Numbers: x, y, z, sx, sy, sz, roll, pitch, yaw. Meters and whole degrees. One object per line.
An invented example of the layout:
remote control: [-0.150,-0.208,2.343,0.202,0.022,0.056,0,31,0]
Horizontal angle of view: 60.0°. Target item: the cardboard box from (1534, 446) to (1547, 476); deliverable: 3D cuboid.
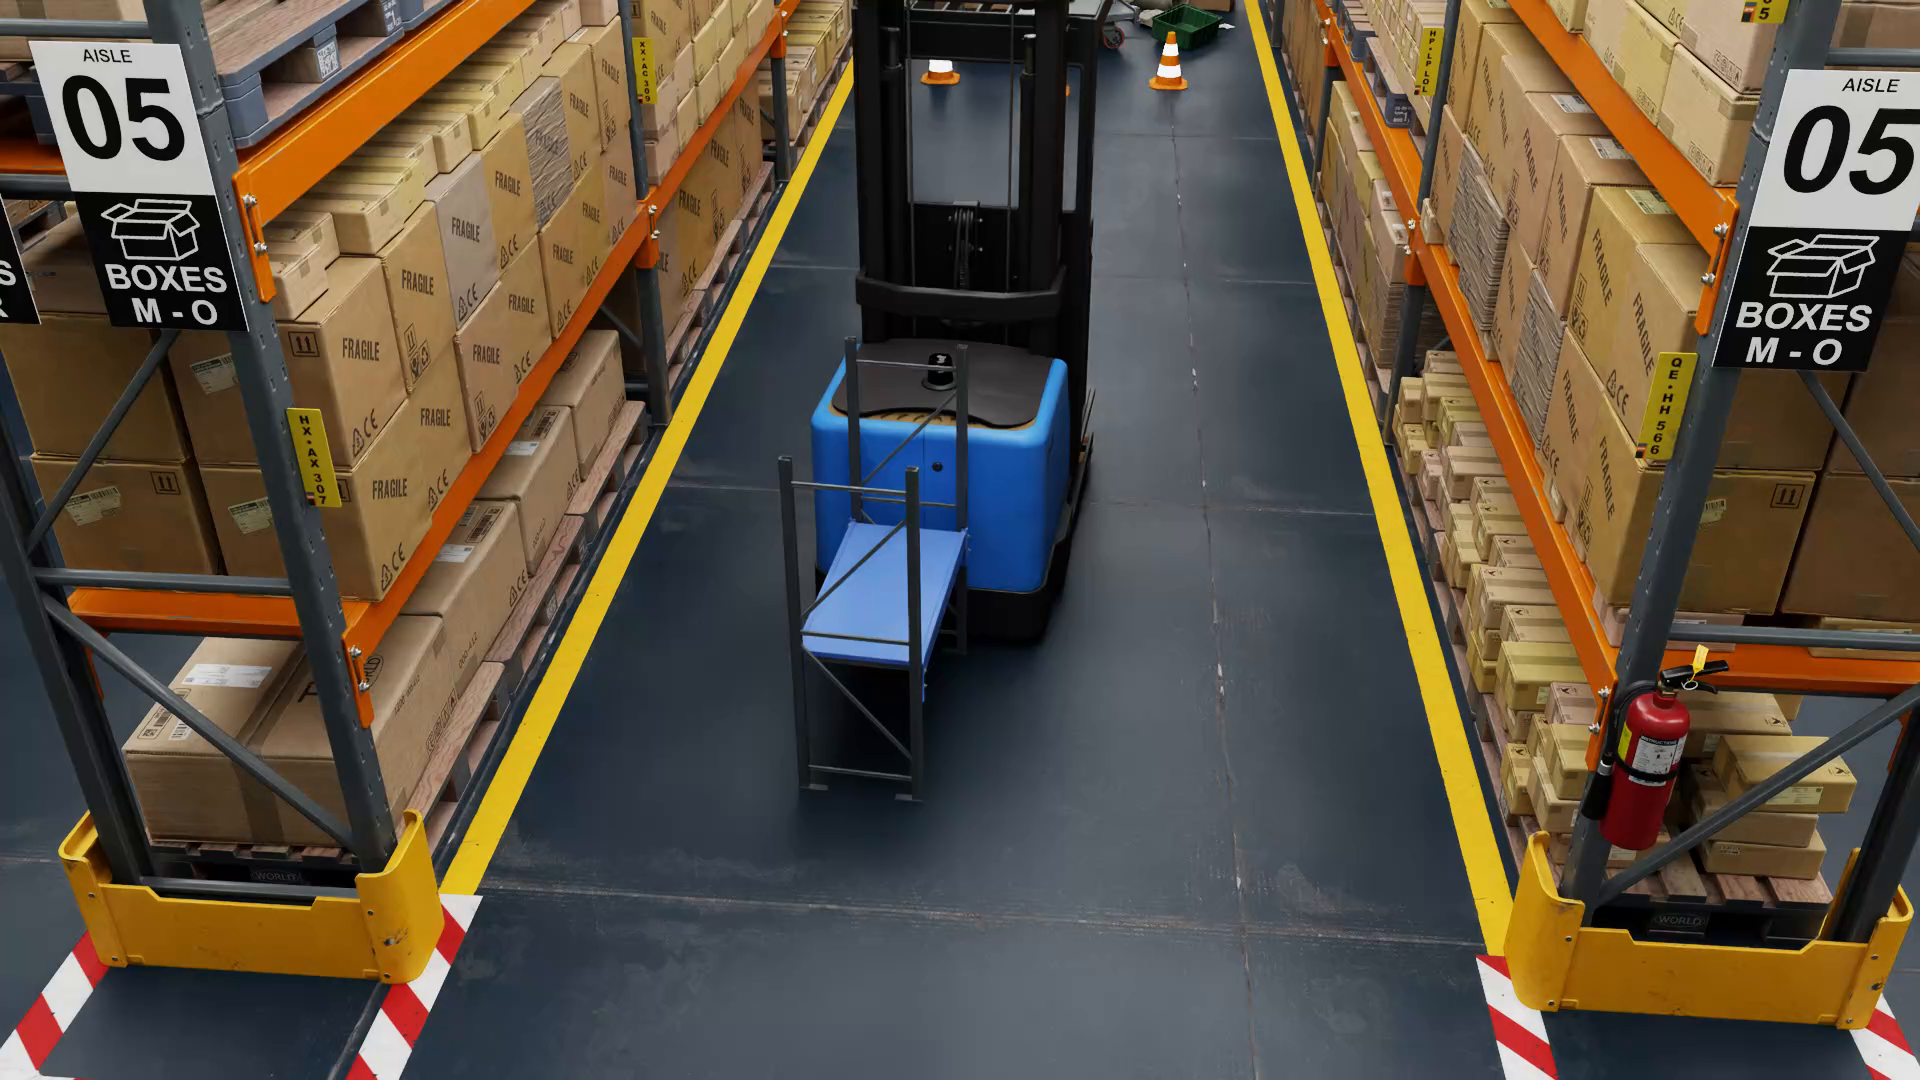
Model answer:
cardboard box: [2.351,-0.312,6.136,0.380,0.149,0.250,1,32,2]

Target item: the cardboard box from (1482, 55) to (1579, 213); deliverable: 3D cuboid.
cardboard box: [2.442,-1.632,6.707,0.500,0.500,0.500,3,32,5]

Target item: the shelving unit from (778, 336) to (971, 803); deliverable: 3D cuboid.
shelving unit: [-0.304,0.107,6.647,0.538,1.500,1.048,5,32,8]

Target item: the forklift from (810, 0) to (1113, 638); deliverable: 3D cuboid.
forklift: [0.108,-1.570,8.003,1.130,2.935,3.031,5,32,8]

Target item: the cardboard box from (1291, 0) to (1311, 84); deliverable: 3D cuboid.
cardboard box: [3.429,-4.368,14.223,1.050,0.750,0.750,2,32,4]

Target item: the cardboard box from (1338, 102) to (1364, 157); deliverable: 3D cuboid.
cardboard box: [2.808,-2.707,11.050,0.500,0.250,0.500,2,32,3]

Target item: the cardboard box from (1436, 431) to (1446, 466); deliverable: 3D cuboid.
cardboard box: [2.557,-0.447,8.150,0.380,0.149,0.250,2,32,4]

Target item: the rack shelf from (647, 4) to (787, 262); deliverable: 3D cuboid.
rack shelf: [-1.958,-2.695,10.449,1.077,0.370,4.000,2,32,4]

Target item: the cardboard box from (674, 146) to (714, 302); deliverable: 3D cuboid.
cardboard box: [-2.084,-2.030,10.309,0.875,0.875,0.875,3,32,5]

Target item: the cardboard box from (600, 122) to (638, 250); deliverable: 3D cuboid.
cardboard box: [-1.904,-1.744,8.126,0.500,0.500,0.500,3,32,4]

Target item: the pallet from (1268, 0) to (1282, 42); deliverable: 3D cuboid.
pallet: [3.612,-5.187,16.466,1.003,0.211,1.213,2,32,4]

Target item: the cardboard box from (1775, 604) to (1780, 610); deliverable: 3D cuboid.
cardboard box: [2.828,0.112,5.449,0.380,0.149,0.250,4,32,6]

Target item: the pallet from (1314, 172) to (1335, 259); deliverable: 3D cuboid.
pallet: [3.081,-2.293,11.769,1.003,0.211,1.213,2,32,4]

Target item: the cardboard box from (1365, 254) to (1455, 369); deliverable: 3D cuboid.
cardboard box: [2.630,-1.309,9.497,0.500,0.500,0.500,2,32,3]

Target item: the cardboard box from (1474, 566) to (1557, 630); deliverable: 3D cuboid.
cardboard box: [2.309,0.244,6.745,0.380,0.149,0.250,4,32,6]

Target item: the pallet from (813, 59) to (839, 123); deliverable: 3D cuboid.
pallet: [-1.628,-3.904,14.384,1.003,0.211,1.213,2,32,4]

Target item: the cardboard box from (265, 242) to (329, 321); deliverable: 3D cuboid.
cardboard box: [-2.142,-0.782,4.993,0.380,0.149,0.250,3,32,5]

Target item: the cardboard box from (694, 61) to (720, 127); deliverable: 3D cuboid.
cardboard box: [-1.724,-2.648,9.831,0.500,0.250,0.500,2,32,4]

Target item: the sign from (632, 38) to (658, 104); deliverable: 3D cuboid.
sign: [-1.568,-2.335,8.278,0.100,0.325,0.005,2,32,4]

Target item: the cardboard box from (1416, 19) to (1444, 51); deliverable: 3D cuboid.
cardboard box: [2.724,-2.753,9.130,0.380,0.149,0.250,2,32,4]

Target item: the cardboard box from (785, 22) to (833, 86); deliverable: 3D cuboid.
cardboard box: [-1.620,-4.184,14.285,0.950,0.372,0.625,3,32,6]

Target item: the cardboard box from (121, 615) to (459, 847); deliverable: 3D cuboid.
cardboard box: [-2.493,0.699,6.298,0.875,0.438,0.875,1,32,2]

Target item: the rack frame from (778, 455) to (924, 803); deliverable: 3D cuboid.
rack frame: [-0.392,0.370,6.220,0.500,1.500,0.032,5,32,8]

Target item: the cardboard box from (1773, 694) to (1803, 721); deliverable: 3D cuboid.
cardboard box: [2.927,0.542,6.262,0.380,0.149,0.250,2,32,4]

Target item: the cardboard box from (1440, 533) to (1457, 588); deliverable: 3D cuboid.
cardboard box: [2.406,0.095,7.553,0.380,0.149,0.250,2,32,3]

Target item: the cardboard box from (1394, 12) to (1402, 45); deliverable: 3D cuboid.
cardboard box: [2.786,-3.028,9.860,0.380,0.149,0.250,4,32,6]

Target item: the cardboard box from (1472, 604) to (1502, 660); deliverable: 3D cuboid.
cardboard box: [2.324,0.372,6.821,0.380,0.149,0.250,3,32,5]

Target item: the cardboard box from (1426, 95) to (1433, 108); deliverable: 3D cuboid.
cardboard box: [2.677,-2.349,8.759,0.380,0.149,0.250,3,32,4]

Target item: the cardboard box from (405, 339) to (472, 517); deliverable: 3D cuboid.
cardboard box: [-2.108,-0.411,5.962,0.500,0.500,0.500,2,32,3]

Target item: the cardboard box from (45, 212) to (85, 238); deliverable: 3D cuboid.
cardboard box: [-2.620,-0.938,5.246,0.380,0.149,0.250,3,32,5]

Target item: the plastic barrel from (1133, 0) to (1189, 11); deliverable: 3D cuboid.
plastic barrel: [2.036,-5.542,16.839,0.512,0.421,0.421,27,41,37]

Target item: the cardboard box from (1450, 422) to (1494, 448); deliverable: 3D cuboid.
cardboard box: [2.535,-0.430,7.839,0.380,0.149,0.250,2,32,3]

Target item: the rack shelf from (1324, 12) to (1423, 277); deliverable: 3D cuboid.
rack shelf: [2.984,-2.536,10.192,1.077,0.370,4.000,2,32,4]

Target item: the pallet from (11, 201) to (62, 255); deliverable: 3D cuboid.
pallet: [-6.943,-2.045,11.367,1.003,0.211,1.213,2,32,4]

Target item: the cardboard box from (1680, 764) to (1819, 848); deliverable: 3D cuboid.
cardboard box: [2.794,0.940,5.899,0.380,0.149,0.250,4,32,6]

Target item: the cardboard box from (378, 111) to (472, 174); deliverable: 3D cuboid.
cardboard box: [-2.021,-1.459,6.093,0.380,0.149,0.250,3,32,4]

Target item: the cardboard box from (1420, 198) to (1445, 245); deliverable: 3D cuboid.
cardboard box: [2.472,-1.555,8.154,0.380,0.149,0.250,4,32,6]

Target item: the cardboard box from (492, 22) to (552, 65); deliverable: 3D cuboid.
cardboard box: [-1.991,-2.129,7.178,0.380,0.149,0.250,2,32,4]

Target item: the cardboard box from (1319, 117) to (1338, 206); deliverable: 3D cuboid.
cardboard box: [2.835,-2.644,11.663,0.500,0.500,0.500,1,32,2]

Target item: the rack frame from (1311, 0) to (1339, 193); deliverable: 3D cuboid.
rack frame: [3.147,-3.888,11.700,1.000,3.000,0.127,2,32,4]

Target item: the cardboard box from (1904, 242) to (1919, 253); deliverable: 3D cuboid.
cardboard box: [2.831,-0.787,5.337,0.500,0.500,0.500,3,32,5]

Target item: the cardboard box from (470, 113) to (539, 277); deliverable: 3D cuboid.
cardboard box: [-2.015,-1.371,6.568,0.500,0.500,0.500,3,32,4]

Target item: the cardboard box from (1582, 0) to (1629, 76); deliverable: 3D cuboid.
cardboard box: [2.357,-1.693,5.422,0.500,0.250,0.500,4,32,6]

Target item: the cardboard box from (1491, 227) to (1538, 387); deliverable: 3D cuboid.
cardboard box: [2.405,-0.915,6.497,0.500,0.500,0.500,4,32,6]

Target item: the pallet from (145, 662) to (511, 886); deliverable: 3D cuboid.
pallet: [-2.459,0.902,6.585,1.003,0.211,1.213,2,32,4]

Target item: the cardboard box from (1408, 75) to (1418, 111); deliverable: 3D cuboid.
cardboard box: [2.719,-2.482,9.257,0.380,0.149,0.250,1,32,1]

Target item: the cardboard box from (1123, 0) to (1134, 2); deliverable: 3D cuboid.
cardboard box: [1.776,-5.793,17.398,0.396,0.266,0.258,8,32,12]

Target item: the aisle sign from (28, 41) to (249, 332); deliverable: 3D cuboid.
aisle sign: [-2.163,-0.920,4.406,0.394,0.787,0.004,2,32,4]

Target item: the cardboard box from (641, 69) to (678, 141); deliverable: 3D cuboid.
cardboard box: [-1.804,-2.322,8.826,0.500,0.250,0.500,2,32,3]

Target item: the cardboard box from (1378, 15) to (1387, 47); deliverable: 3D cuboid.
cardboard box: [2.826,-3.173,10.378,0.380,0.149,0.250,3,32,6]

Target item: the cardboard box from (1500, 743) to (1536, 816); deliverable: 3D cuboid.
cardboard box: [2.250,0.907,6.236,0.380,0.149,0.250,3,32,5]

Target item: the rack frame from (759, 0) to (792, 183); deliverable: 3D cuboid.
rack frame: [-1.795,-4.047,11.958,1.000,3.000,0.127,2,32,4]

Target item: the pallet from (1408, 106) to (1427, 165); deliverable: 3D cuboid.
pallet: [3.028,-2.108,8.995,1.003,0.211,1.213,2,32,4]

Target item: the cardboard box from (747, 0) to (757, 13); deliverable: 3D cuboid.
cardboard box: [-1.620,-3.663,11.002,0.500,0.250,0.500,2,32,3]
